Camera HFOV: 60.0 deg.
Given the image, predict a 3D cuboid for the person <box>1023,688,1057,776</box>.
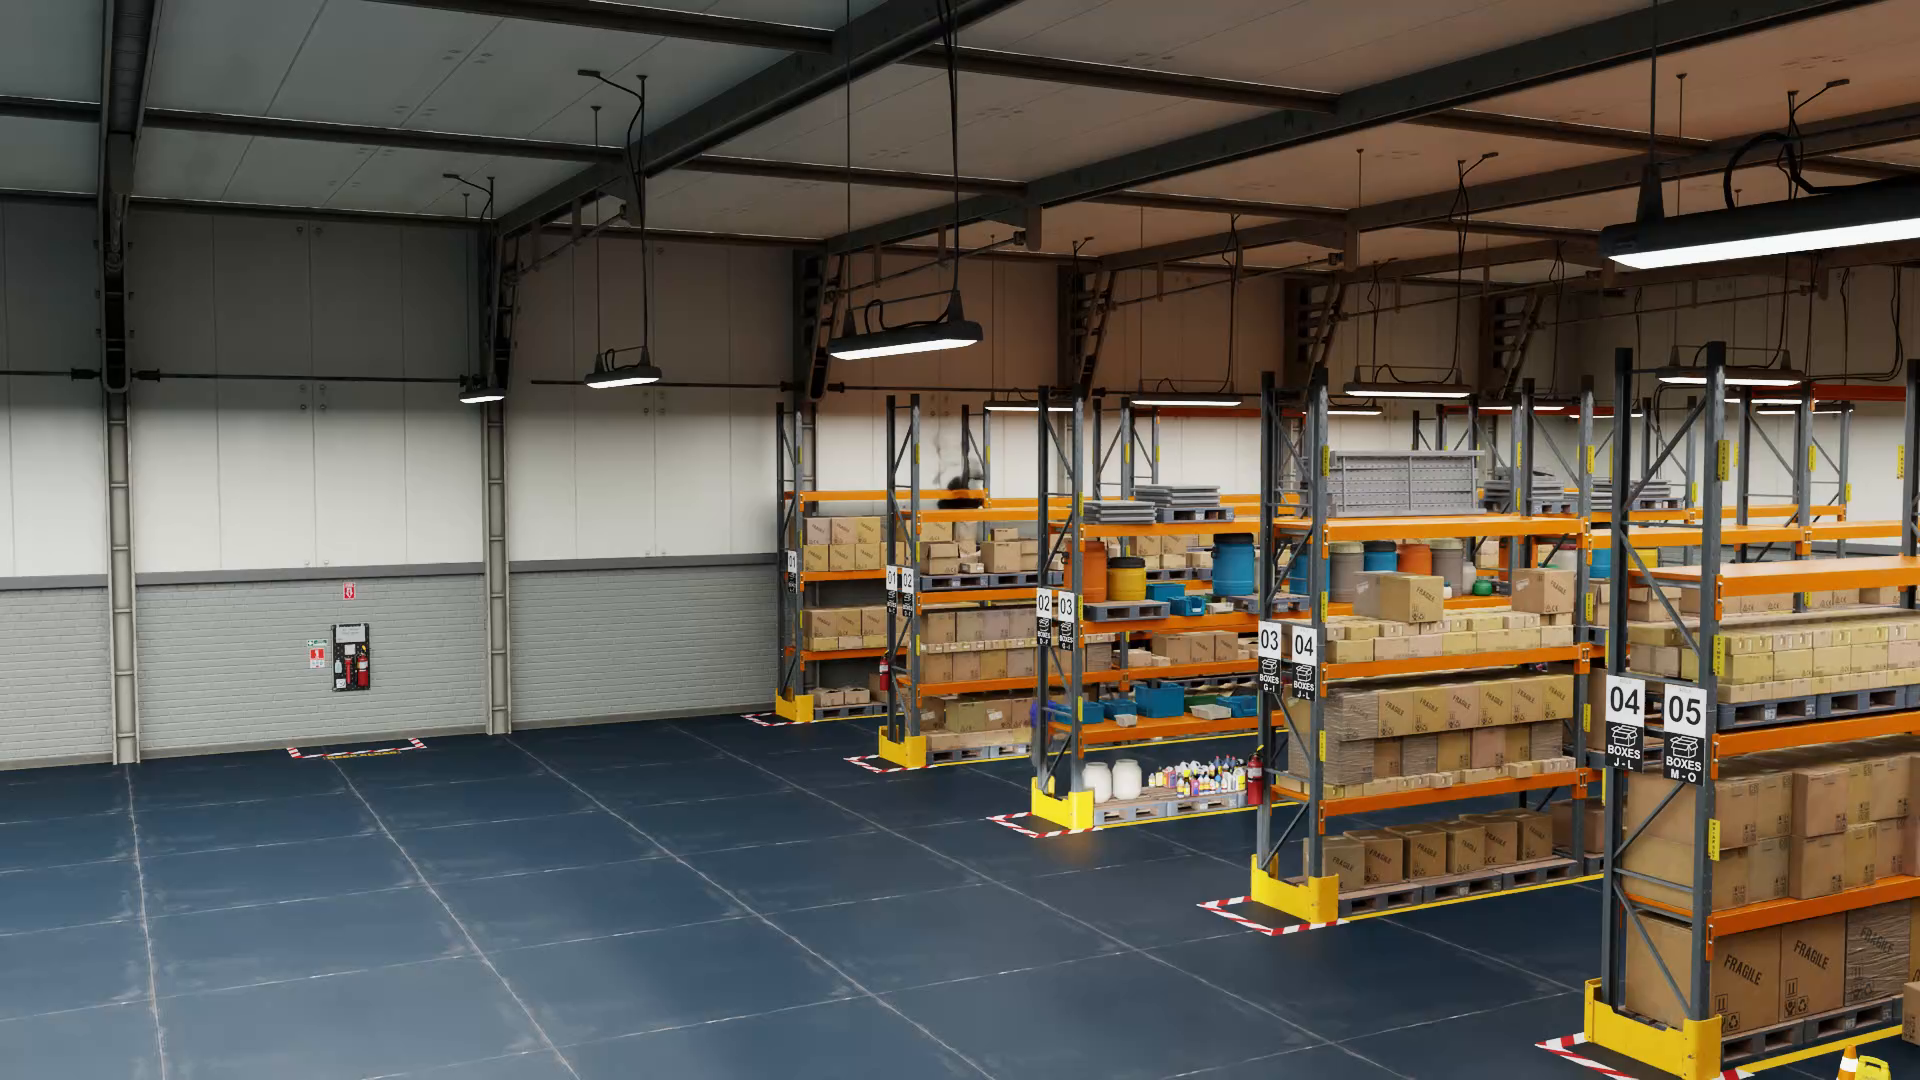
[{"bbox_3d":[1.201,2.947,24.745,0.594,1.619,0.554,-3,4,-39],"label":"person"}]
